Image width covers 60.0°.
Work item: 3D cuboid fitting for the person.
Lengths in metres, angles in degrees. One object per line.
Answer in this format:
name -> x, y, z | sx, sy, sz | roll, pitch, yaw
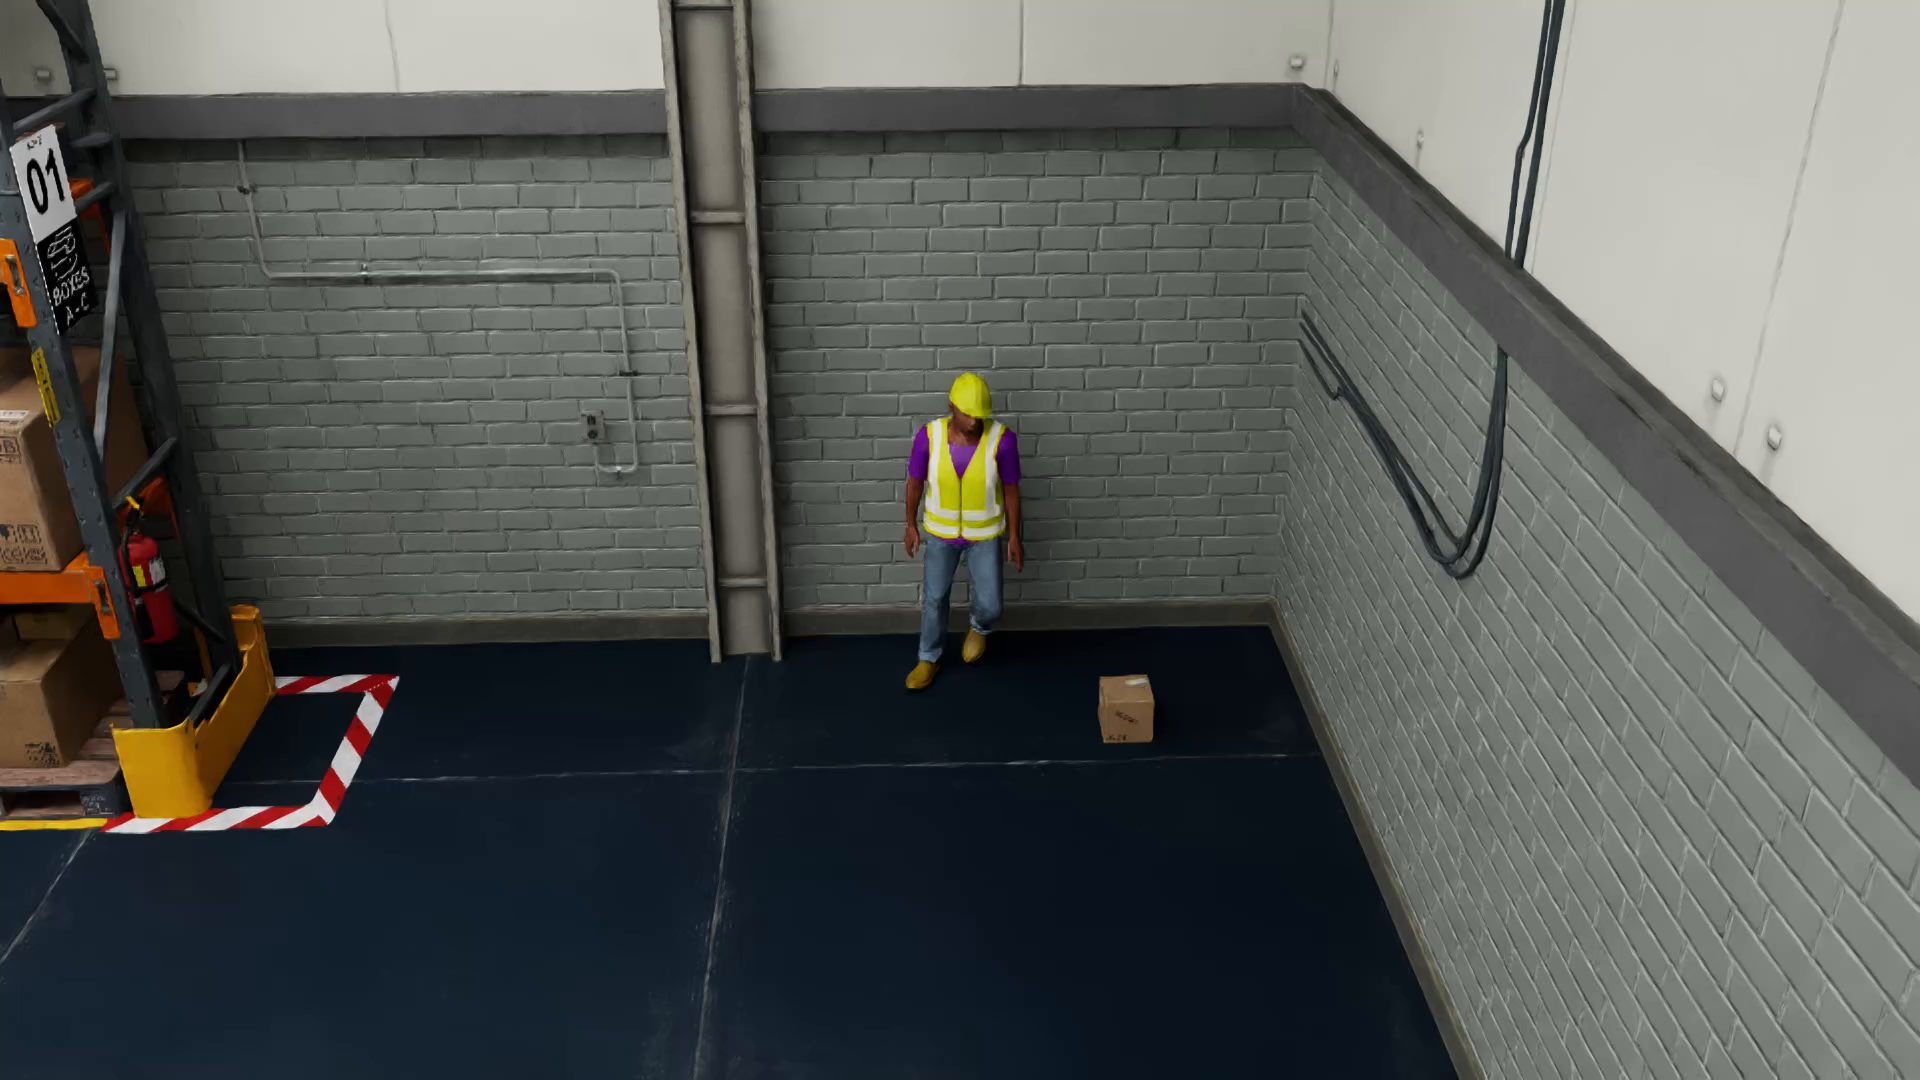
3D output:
person -> 0.027, -0.065, 8.674 | 0.648, 1.761, 0.501 | 4, 28, 7
